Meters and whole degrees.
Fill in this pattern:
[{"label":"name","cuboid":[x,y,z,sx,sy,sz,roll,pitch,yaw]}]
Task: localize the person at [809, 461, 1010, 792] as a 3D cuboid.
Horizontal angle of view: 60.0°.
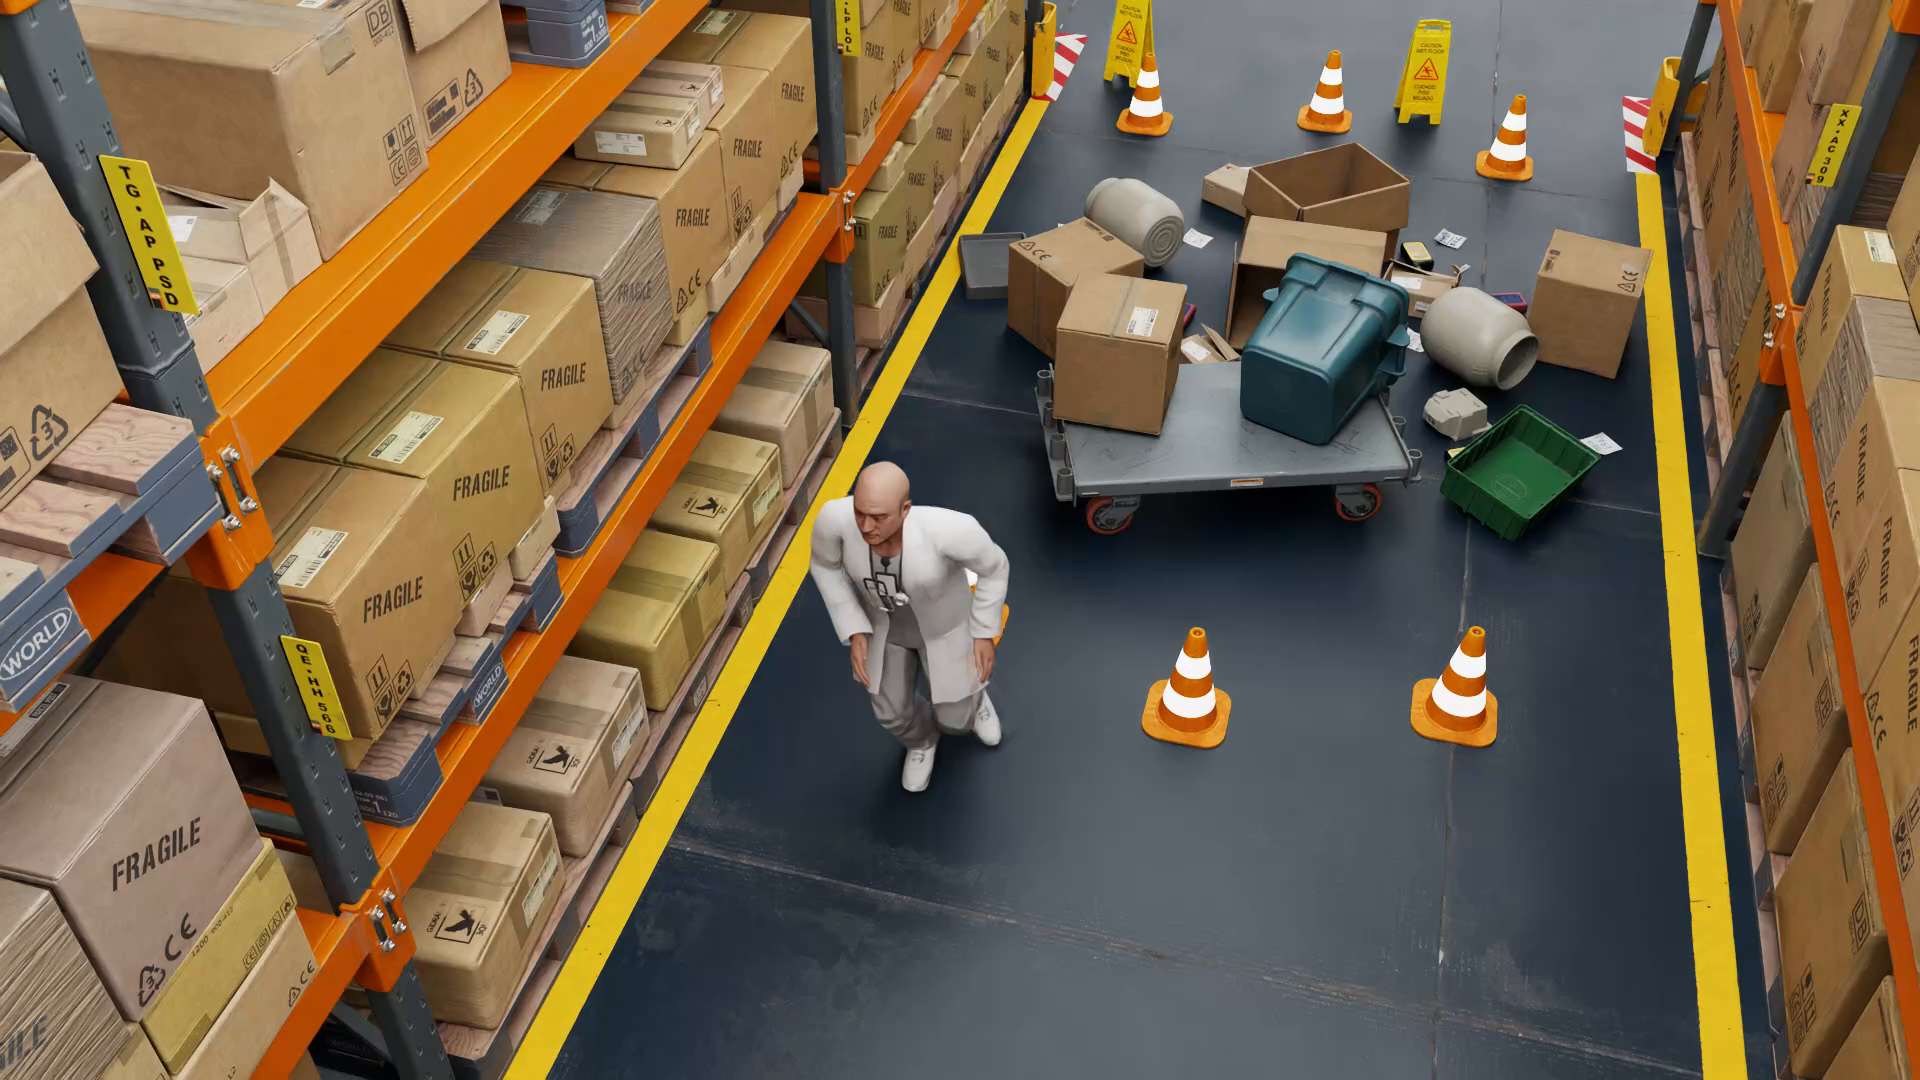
[{"label":"person","cuboid":[-0.161,0.278,5.919,0.688,1.672,0.827,10,41,11]}]
